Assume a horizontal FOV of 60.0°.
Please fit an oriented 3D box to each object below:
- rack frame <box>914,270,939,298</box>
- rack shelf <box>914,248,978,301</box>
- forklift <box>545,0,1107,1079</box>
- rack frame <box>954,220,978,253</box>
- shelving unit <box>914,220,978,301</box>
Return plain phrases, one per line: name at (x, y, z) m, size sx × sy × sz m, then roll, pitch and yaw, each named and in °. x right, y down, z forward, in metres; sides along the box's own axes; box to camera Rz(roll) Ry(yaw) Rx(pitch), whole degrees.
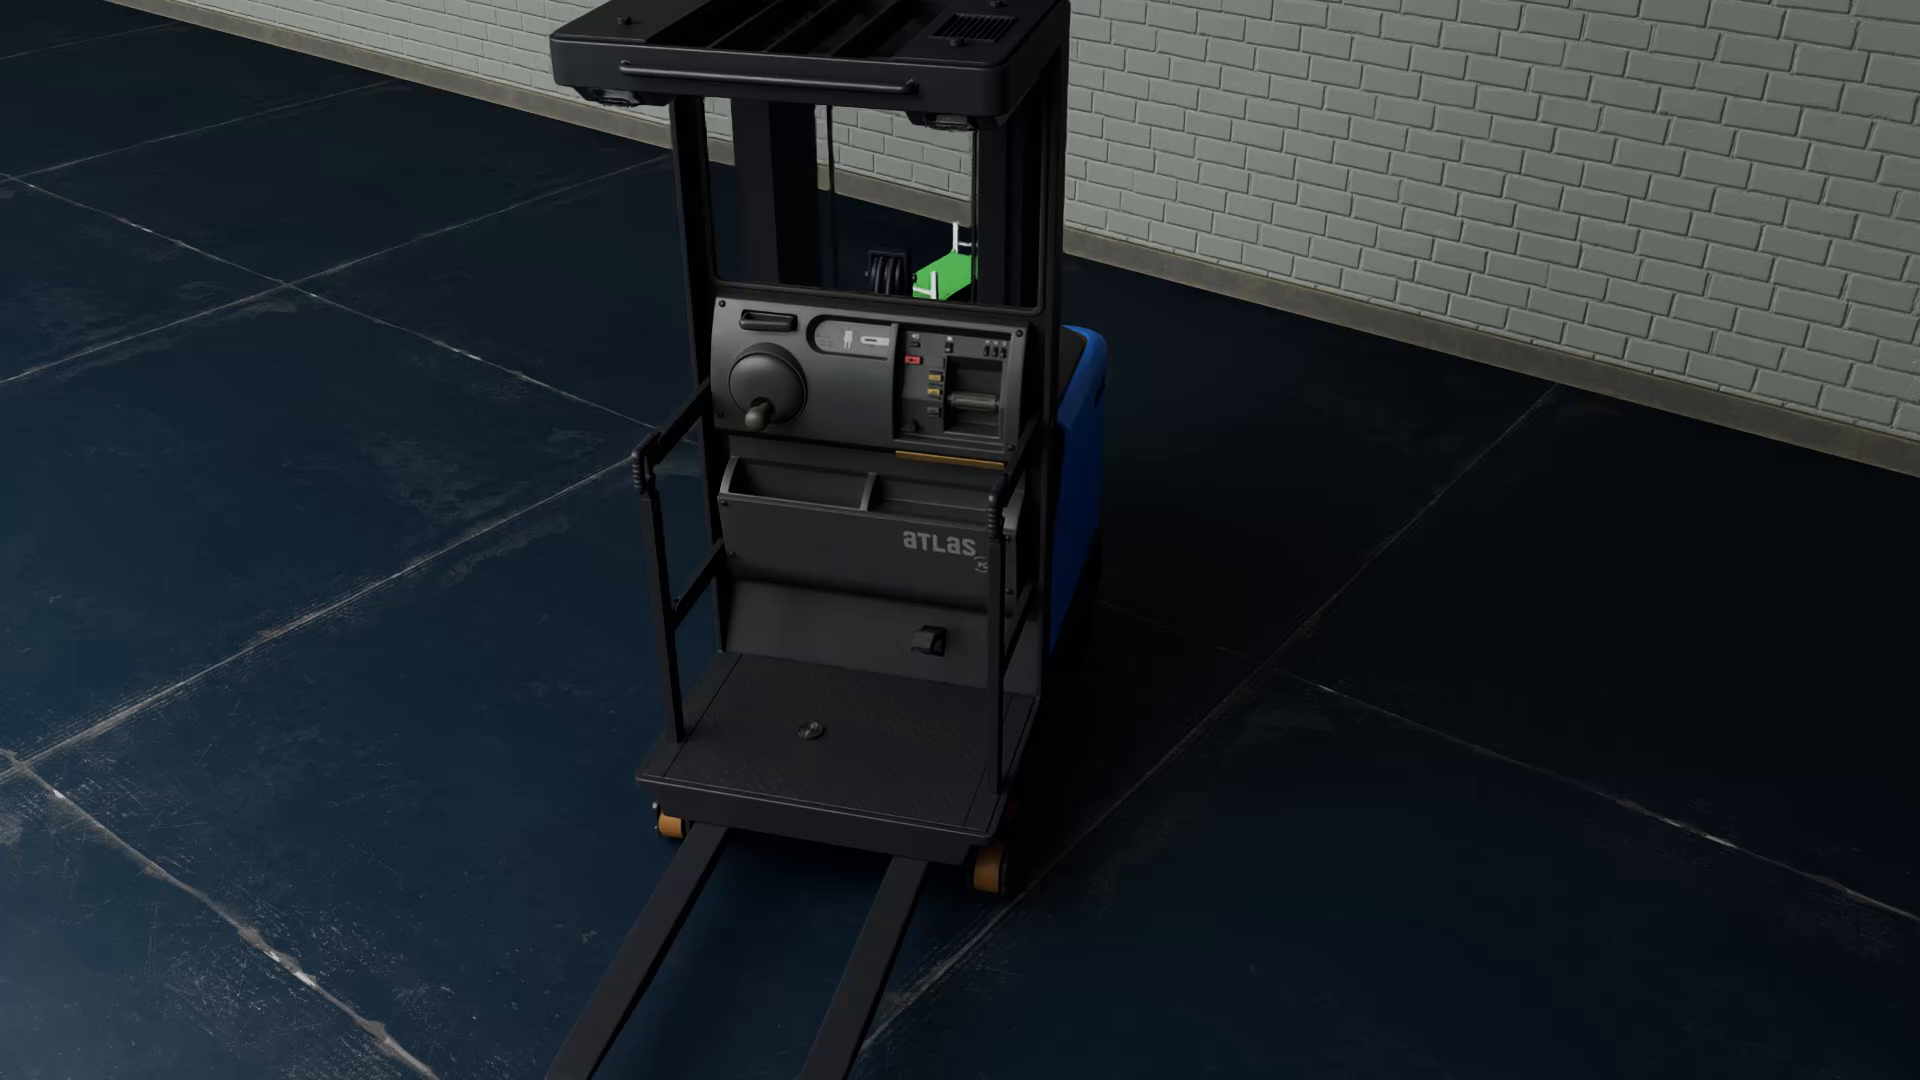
rack frame at (-0.183, -0.490, 6.400) m, size 0.240 × 1.200 × 0.015 m, roll 18°, pitch 35°, yaw 28°
rack shelf at (-0.052, -0.953, 6.365) m, size 0.258 × 0.148 × 0.480 m, roll 18°, pitch 35°, yaw 28°
forklift at (-0.318, -0.423, 4.589) m, size 1.130 × 2.935 × 3.031 m, roll 7°, pitch 31°, yaw 12°
rack frame at (0.079, -0.700, 6.754) m, size 0.240 × 1.200 × 0.015 m, roll 18°, pitch 35°, yaw 28°
shelving unit at (-0.052, -0.595, 6.577) m, size 0.258 × 1.200 × 0.503 m, roll 18°, pitch 35°, yaw 28°
